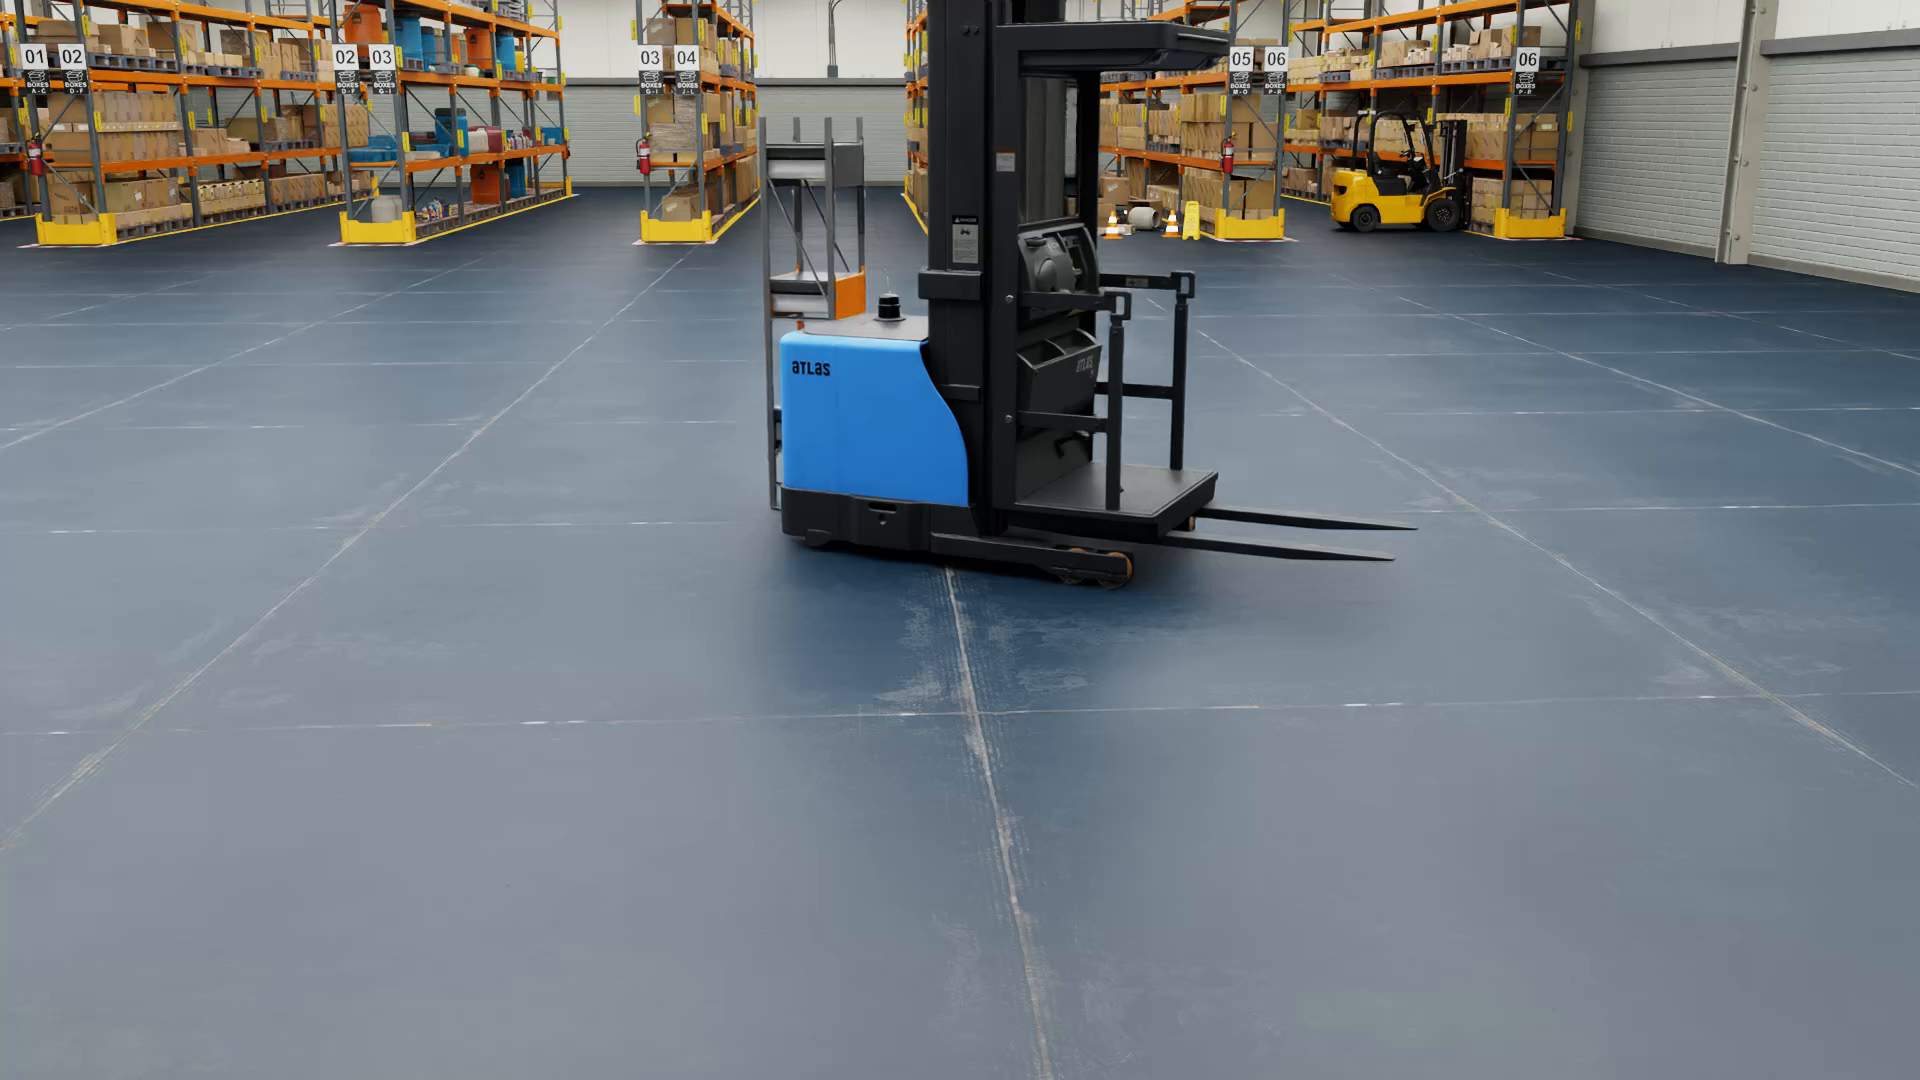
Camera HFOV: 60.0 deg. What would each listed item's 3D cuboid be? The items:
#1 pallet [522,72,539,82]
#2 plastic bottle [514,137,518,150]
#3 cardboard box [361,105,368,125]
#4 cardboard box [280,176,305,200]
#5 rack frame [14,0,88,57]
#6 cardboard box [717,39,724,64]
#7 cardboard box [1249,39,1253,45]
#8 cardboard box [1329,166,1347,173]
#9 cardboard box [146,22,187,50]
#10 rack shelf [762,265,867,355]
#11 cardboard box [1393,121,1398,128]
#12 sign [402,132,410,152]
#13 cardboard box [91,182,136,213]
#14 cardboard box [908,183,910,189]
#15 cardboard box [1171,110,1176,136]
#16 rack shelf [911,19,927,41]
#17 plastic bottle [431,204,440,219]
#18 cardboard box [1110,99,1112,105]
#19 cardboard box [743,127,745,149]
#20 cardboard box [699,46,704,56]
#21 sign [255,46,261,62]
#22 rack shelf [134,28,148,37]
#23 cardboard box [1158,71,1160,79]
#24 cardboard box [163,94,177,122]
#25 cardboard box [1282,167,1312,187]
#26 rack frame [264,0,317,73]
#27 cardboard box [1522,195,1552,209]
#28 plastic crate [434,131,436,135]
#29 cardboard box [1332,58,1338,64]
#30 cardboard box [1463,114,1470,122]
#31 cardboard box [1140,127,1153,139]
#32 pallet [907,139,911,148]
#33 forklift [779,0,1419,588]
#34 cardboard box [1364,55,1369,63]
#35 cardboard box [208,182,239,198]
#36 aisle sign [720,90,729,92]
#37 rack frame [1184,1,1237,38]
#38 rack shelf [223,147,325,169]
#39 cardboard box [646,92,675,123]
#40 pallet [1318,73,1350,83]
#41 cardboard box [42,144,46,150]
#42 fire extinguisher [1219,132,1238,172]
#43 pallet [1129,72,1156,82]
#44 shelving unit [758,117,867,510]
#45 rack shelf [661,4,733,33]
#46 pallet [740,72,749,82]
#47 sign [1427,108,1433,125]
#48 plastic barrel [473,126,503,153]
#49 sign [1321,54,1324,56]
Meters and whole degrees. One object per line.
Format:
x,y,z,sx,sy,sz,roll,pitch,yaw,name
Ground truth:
-10.379,-10.638,38.213,1.213,0.211,1.003,-1,14,-3,pallet
-10.042,-8.957,37.552,0.061,0.283,0.133,-1,14,-3,plastic bottle
-15.415,-10.816,42.337,0.500,0.500,0.500,-1,14,-4,cardboard box
-15.066,-7.905,37.363,0.500,0.500,0.500,-1,14,-5,cardboard box
-14.726,-9.316,26.674,1.000,3.000,0.127,-1,14,-3,rack frame
-5.076,-9.616,32.811,0.797,0.503,0.637,0,14,-1,cardboard box
5.203,-8.587,28.764,0.380,0.149,0.250,-1,14,-4,cardboard box
9.114,-8.923,40.060,0.380,0.149,0.250,-1,14,-5,cardboard box
-14.972,-9.506,31.386,0.500,0.500,0.500,-1,14,-3,cardboard box
-0.788,-1.220,9.109,0.431,0.518,0.480,4,15,16,rack shelf
9.327,-8.741,34.976,0.380,0.149,0.250,-1,14,-2,cardboard box
-9.232,-6.628,27.710,0.100,0.325,0.005,-1,14,-3,sign
-14.570,-5.907,28.634,0.500,0.500,0.500,-1,14,-3,cardboard box
-1.133,-9.090,42.714,0.380,0.149,0.250,-1,14,-3,cardboard box
4.515,-8.341,33.284,0.500,0.500,0.500,-1,14,-3,cardboard box
-0.501,-11.464,37.271,1.077,0.370,4.000,-1,14,-3,rack shelf
-9.664,-6.051,30.606,0.152,0.276,0.135,-1,14,-2,plastic bottle
3.956,-10.937,41.507,0.380,0.149,0.250,-1,14,-5,cardboard box
-5.217,-9.230,38.180,0.500,0.500,0.500,-1,14,-4,cardboard box
-4.544,-8.274,28.144,0.380,0.149,0.250,-1,14,-2,cardboard box
-14.667,-10.148,34.732,0.100,0.325,0.005,-1,14,-3,sign
-20.537,-12.178,40.045,1.077,0.370,4.000,-1,14,-3,rack shelf
4.423,-9.948,35.422,0.396,0.266,0.258,-1,14,-3,cardboard box
-14.940,-7.972,30.686,0.700,0.500,0.500,-1,14,-3,cardboard box
8.959,-9.613,44.036,0.797,0.503,0.637,-1,15,-6,cardboard box
-15.469,-12.300,38.274,1.000,3.000,0.127,-1,14,-3,rack frame
10.185,-6.027,29.604,0.500,0.250,0.500,-1,14,-2,cardboard box
-10.483,-8.100,33.860,0.402,0.464,0.583,-1,14,-3,plastic crate
8.947,-11.231,39.000,0.380,0.149,0.250,-1,14,-4,cardboard box
9.641,-7.892,31.078,0.380,0.149,0.250,-1,14,-4,cardboard box
4.273,-8.991,36.749,0.500,0.250,0.500,-1,14,-4,cardboard box
-0.723,-9.313,39.088,1.003,0.211,1.213,-1,14,-3,pallet
0.659,-1.347,7.880,3.031,2.935,1.130,6,16,23,forklift
9.216,-10.713,37.029,0.380,0.149,0.250,-1,14,-5,cardboard box
-14.847,-7.038,33.409,0.500,0.311,0.500,0,14,-2,cardboard box
-6.133,-11.814,43.206,0.394,0.787,0.004,-1,14,-3,aisle sign
4.805,-10.616,31.726,1.000,3.000,0.127,-1,14,-3,rack frame
-15.345,-8.549,37.178,1.077,0.370,4.000,-1,14,-3,rack shelf
-5.119,-7.372,28.355,0.500,0.500,0.500,-1,14,-3,cardboard box
9.233,-10.976,39.523,1.213,0.211,1.003,-1,14,-3,pallet
-19.894,-8.426,35.721,0.380,0.149,0.250,0,14,-2,cardboard box
4.600,-6.643,28.479,0.296,0.674,0.183,-1,14,-3,fire extinguisher
4.392,-10.504,37.690,1.003,0.211,1.213,0,14,-1,pallet
-0.788,-1.233,9.106,0.431,2.100,0.503,4,15,16,shelving unit
-5.210,-10.418,33.204,1.077,0.370,4.000,-1,14,-3,rack shelf
-5.622,-11.160,40.041,1.003,0.211,1.213,-1,14,-3,pallet
9.218,-8.300,32.599,0.100,0.325,0.005,-1,14,-3,sign
-9.946,-8.431,35.001,0.600,0.536,0.708,-1,14,-3,plastic barrel
9.570,-12.657,43.904,0.100,0.325,0.005,-1,14,-3,sign
